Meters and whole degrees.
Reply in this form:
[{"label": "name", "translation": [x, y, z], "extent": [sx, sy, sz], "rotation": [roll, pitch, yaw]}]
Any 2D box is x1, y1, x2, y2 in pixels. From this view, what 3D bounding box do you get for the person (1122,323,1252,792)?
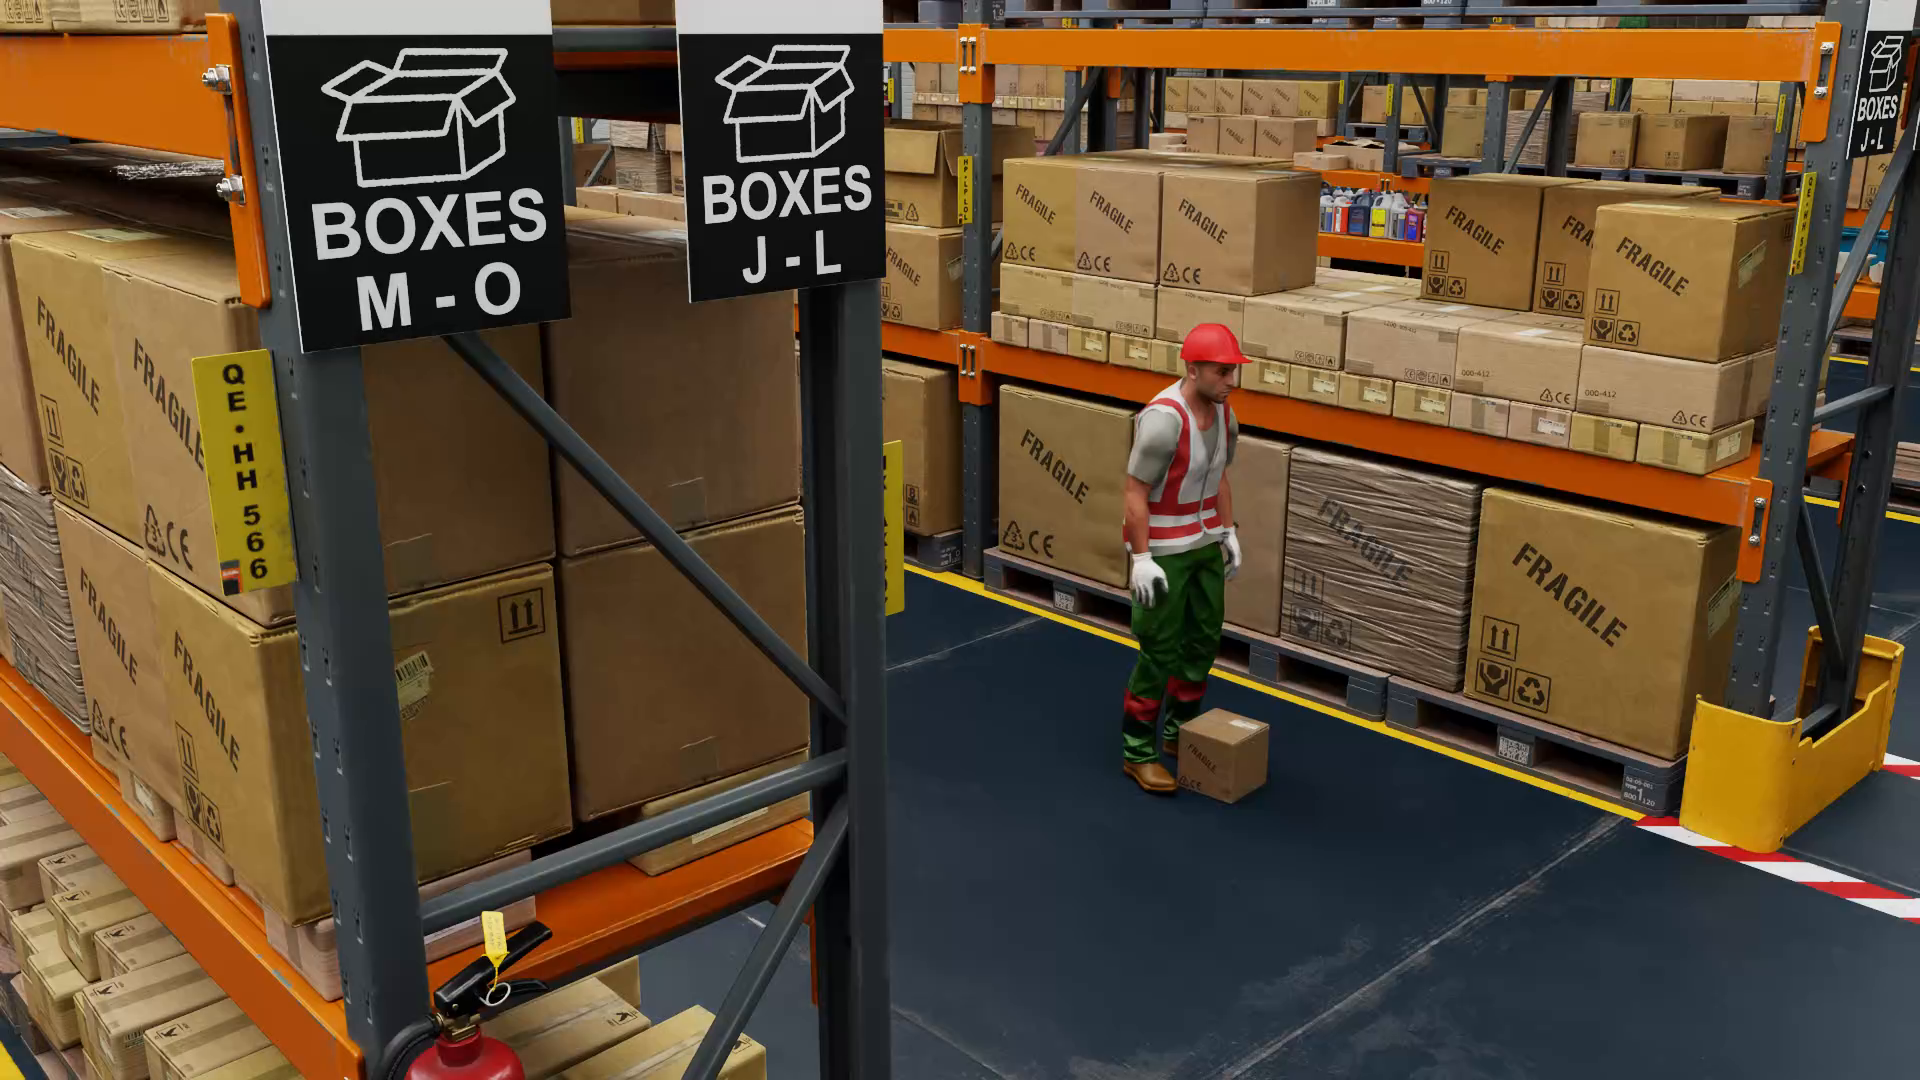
[{"label": "person", "translation": [-0.535, -1.790, 12.332], "extent": [7.255, 1.776, 11.425], "rotation": [-16, 23, -41]}]
